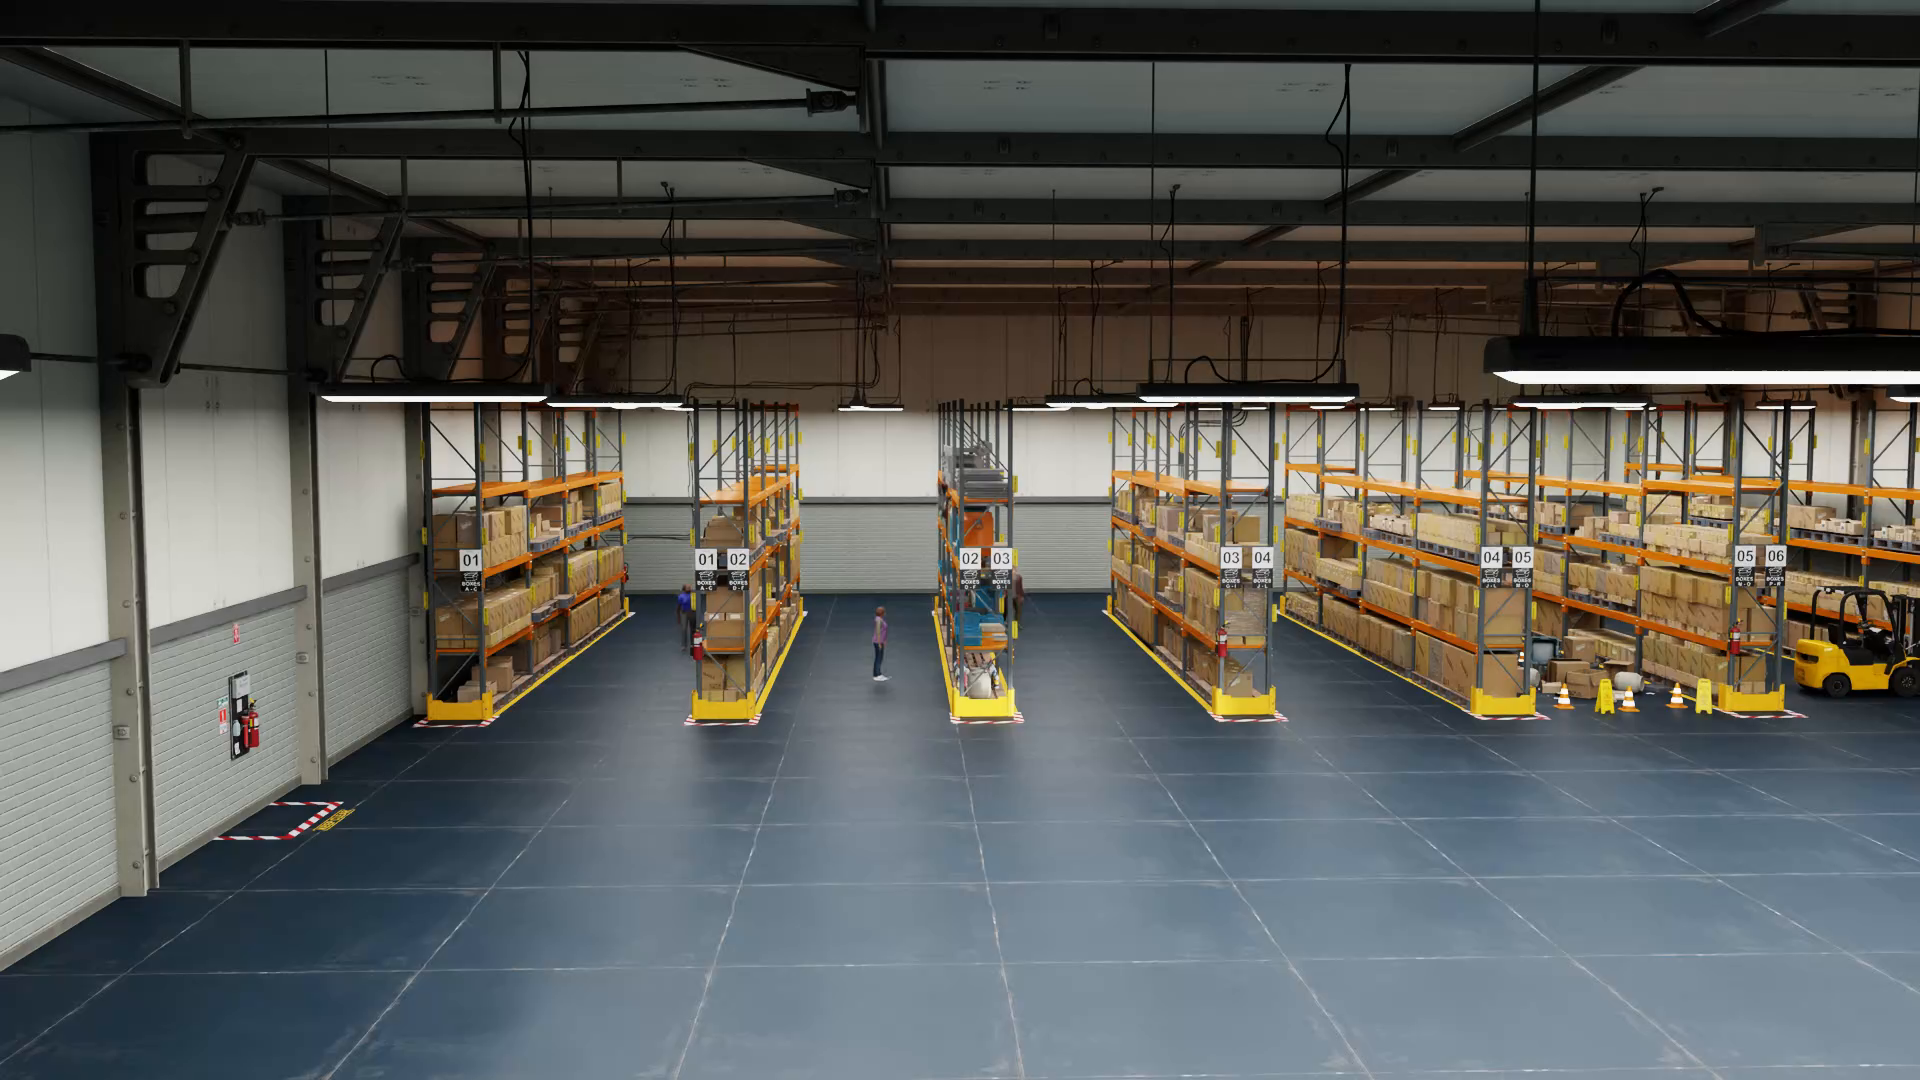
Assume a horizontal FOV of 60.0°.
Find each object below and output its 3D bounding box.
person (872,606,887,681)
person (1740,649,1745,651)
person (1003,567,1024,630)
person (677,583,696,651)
[{"bbox_3d":[-1.712,2.207,35.509,0.321,1.606,0.431,0,4,3],"label":"person"},{"bbox_3d":[17.192,2.194,36.548,0.456,1.608,0.455,-4,6,-43],"label":"person"},{"bbox_3d":[1.400,1.509,44.175,0.677,1.734,1.084,-1,4,-15],"label":"person"},{"bbox_3d":[-6.583,1.847,40.418,0.592,1.603,0.987,0,4,-3],"label":"person"}]
